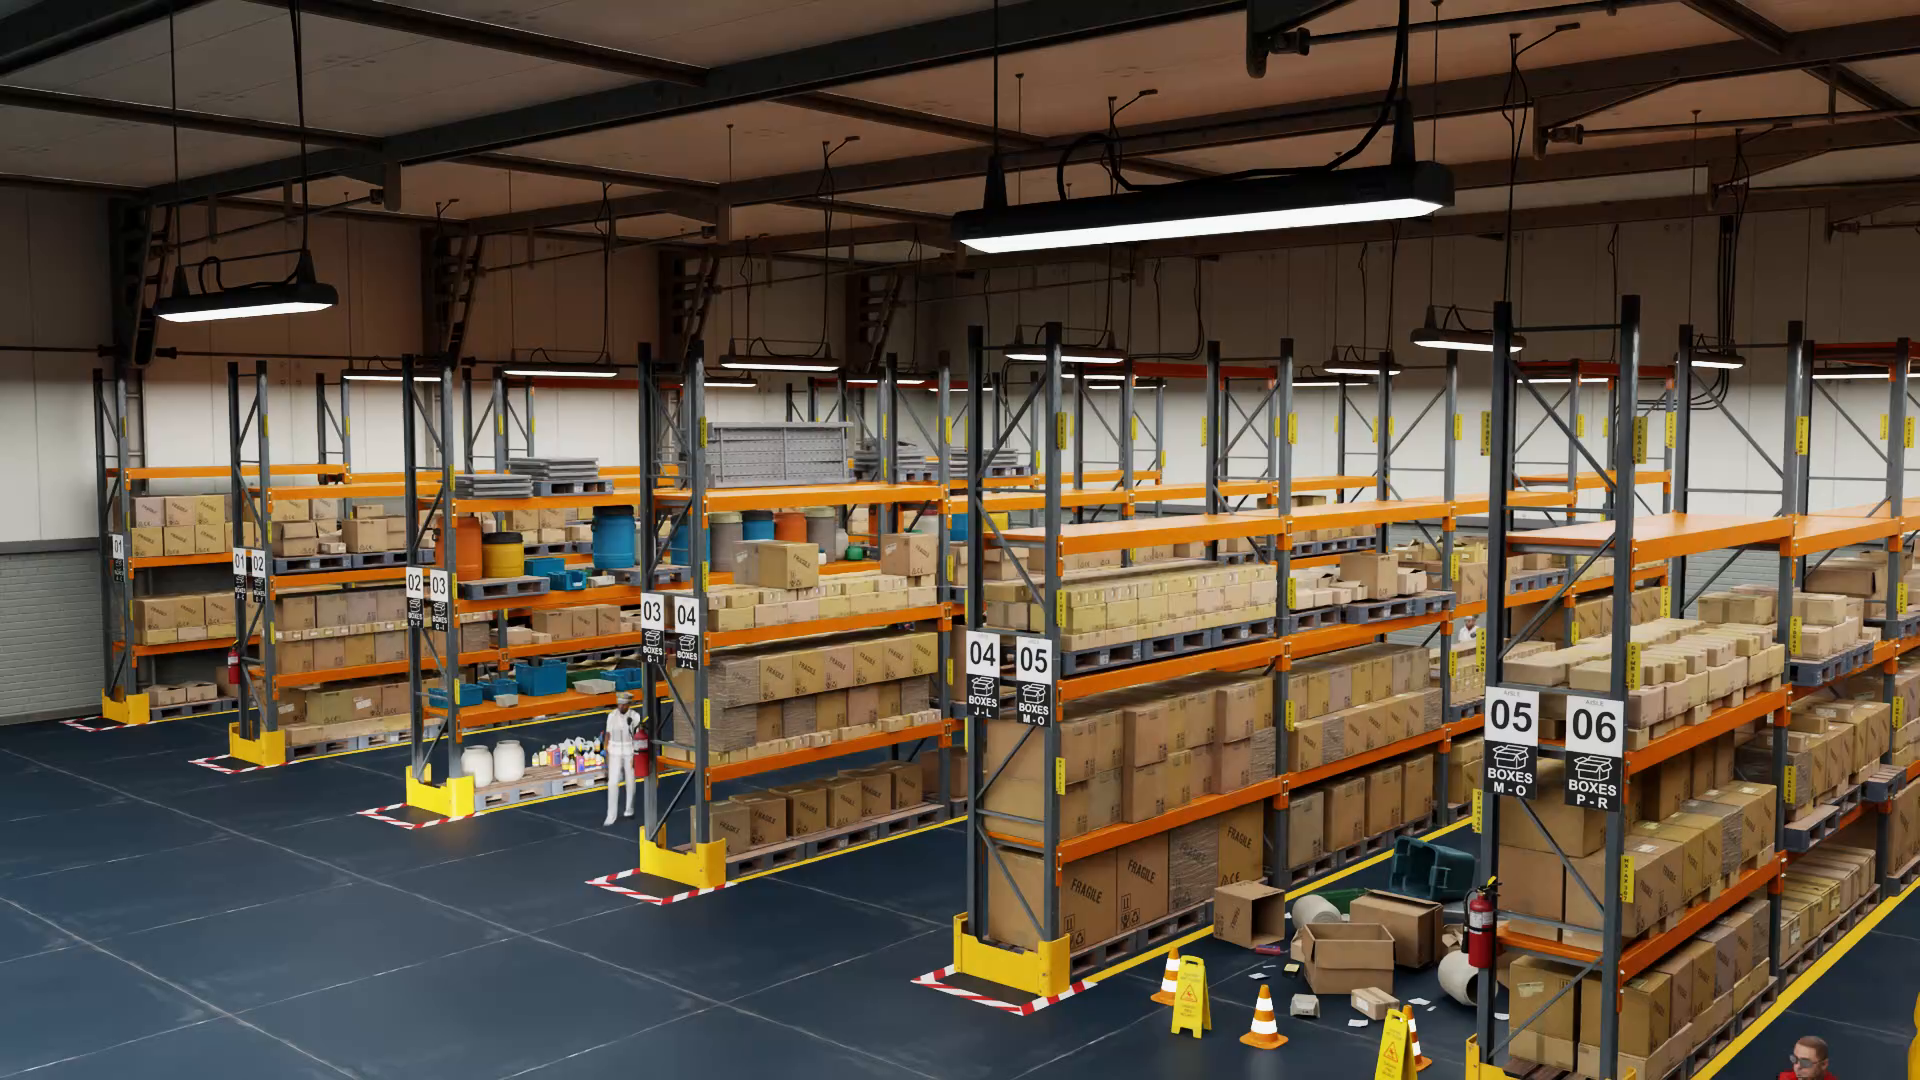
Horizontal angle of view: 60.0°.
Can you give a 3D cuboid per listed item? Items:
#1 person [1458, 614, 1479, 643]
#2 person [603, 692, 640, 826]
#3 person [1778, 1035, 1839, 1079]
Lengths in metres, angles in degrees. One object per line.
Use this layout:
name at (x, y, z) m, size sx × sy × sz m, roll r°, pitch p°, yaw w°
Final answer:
person at (8.984, 2.122, 29.339) m, size 0.529 × 1.706 × 1.062 m, roll 3°, pitch 5°, yaw 36°
person at (-4.333, 2.796, 21.349) m, size 0.477 × 1.726 × 0.658 m, roll -1°, pitch 4°, yaw -7°
person at (4.893, 3.628, 9.414) m, size 0.506 × 1.708 × 0.600 m, roll -3°, pitch 5°, yaw -33°
